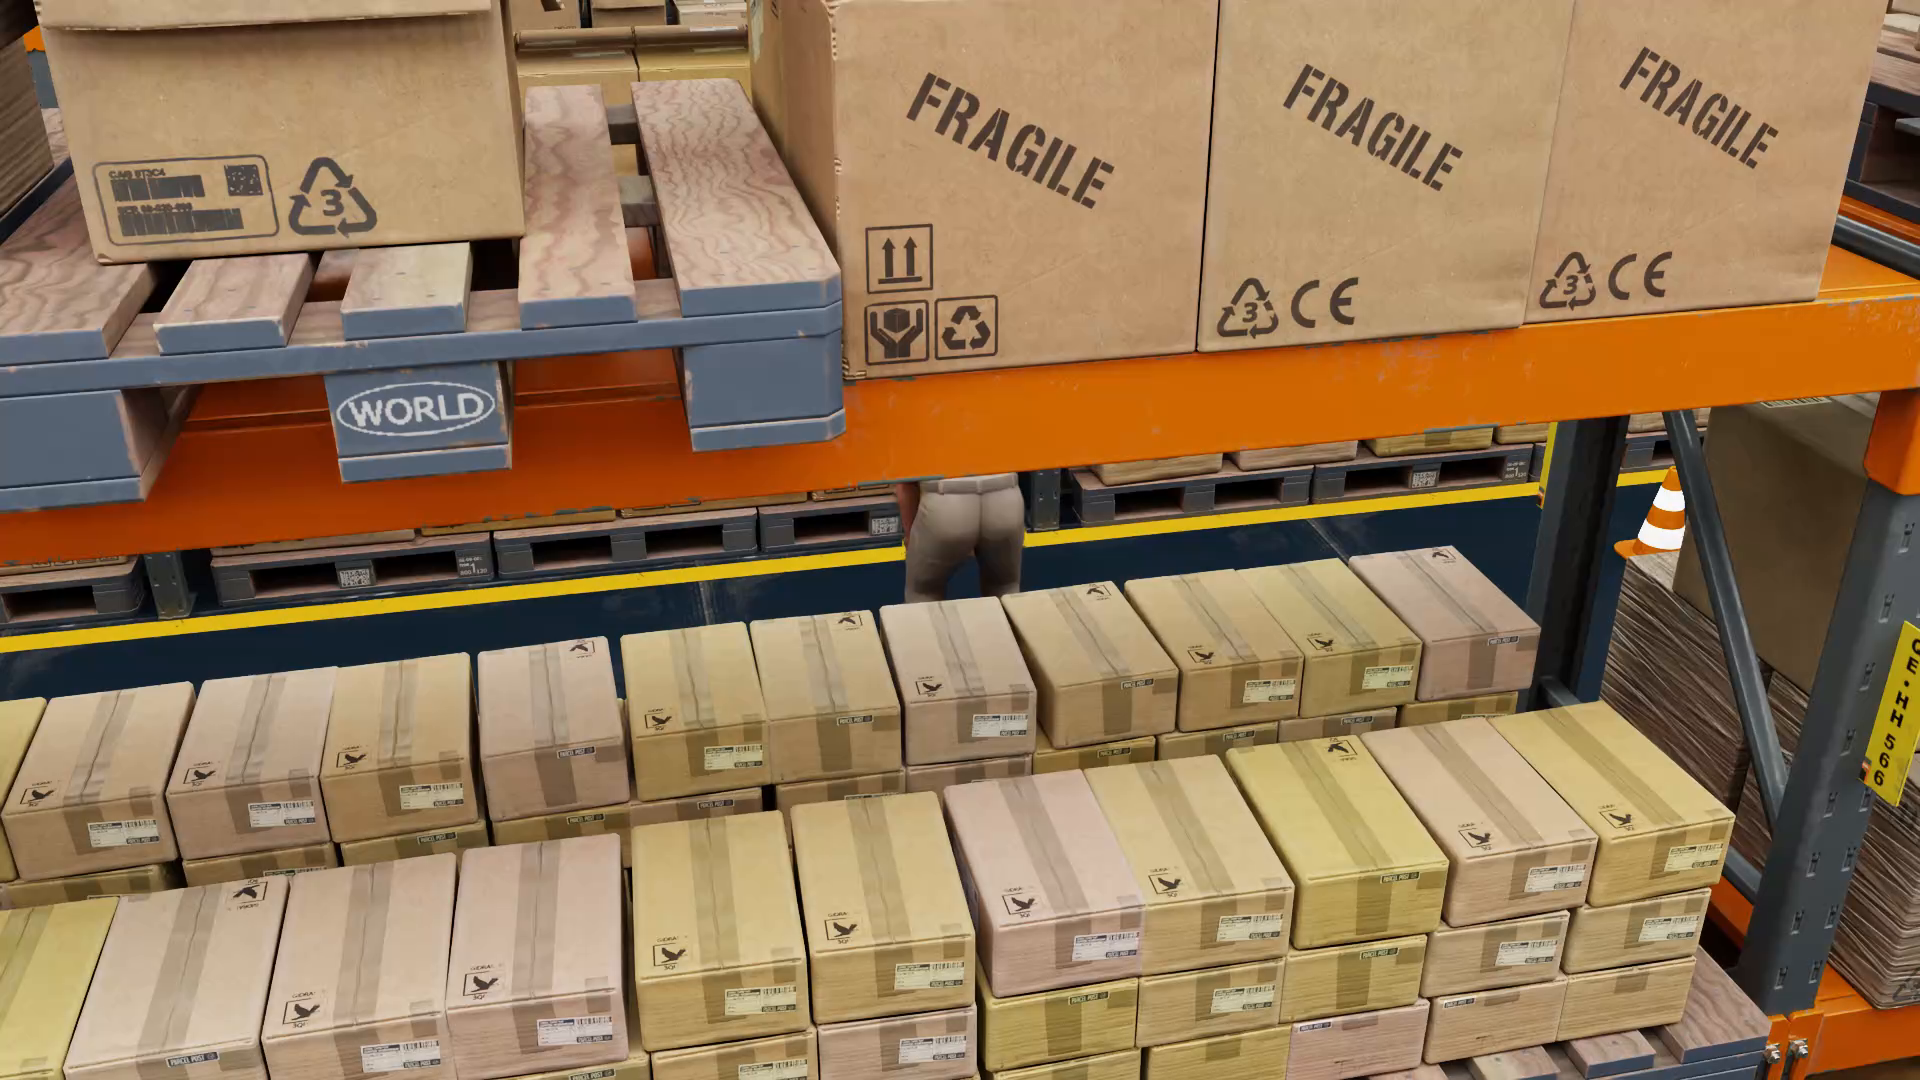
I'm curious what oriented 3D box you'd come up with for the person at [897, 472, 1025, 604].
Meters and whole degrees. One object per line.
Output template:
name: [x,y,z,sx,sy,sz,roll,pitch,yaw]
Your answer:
person: [-0.029,-0.073,6.685,0.477,1.374,0.875,-7,27,-13]
